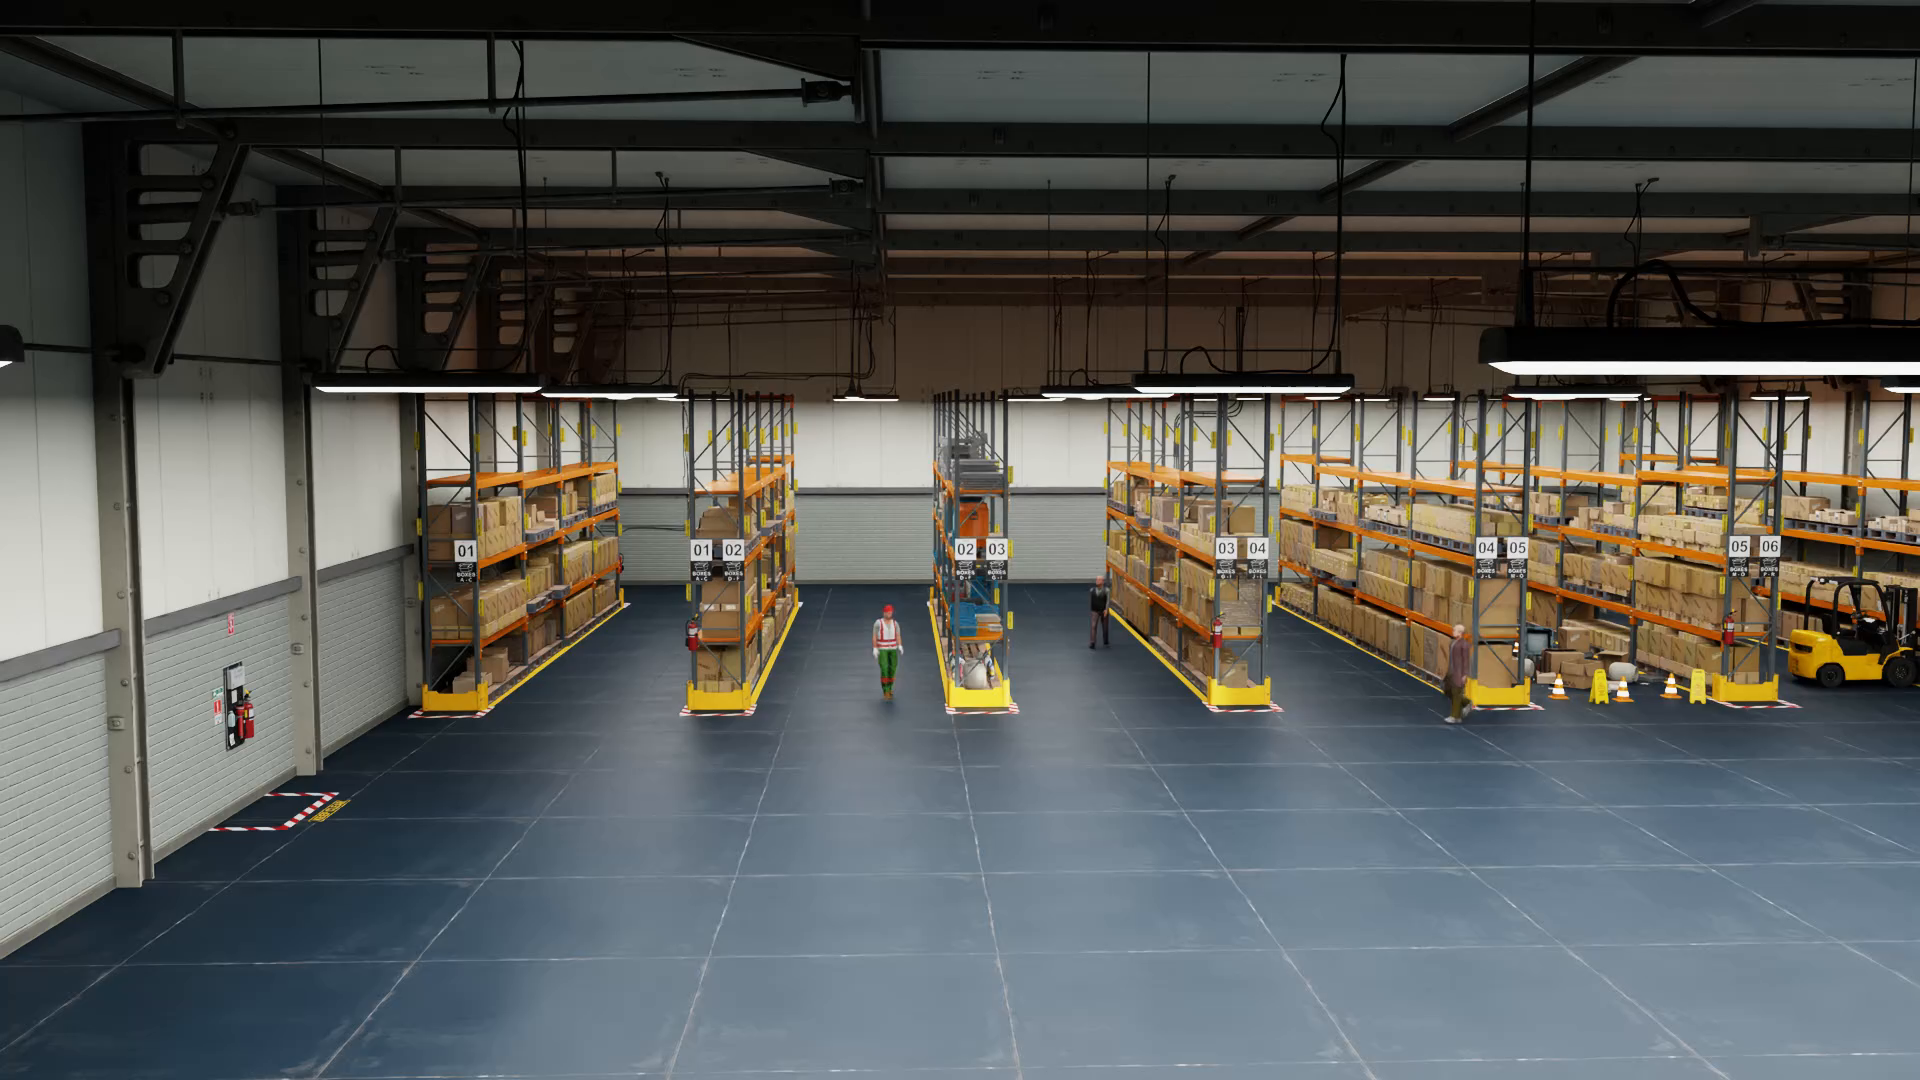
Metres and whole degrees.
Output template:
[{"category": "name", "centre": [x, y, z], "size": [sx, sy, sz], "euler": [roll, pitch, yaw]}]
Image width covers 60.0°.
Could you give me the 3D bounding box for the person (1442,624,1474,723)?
[{"category": "person", "centre": [8.998, 2.389, 29.865], "size": [0.707, 1.762, 0.566], "euler": [-2, 5, -21]}]

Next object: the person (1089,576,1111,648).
[{"category": "person", "centre": [3.285, 1.682, 39.043], "size": [0.524, 1.665, 1.051], "euler": [1, 5, 13]}]

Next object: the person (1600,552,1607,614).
[{"category": "person", "centre": [17.465, 1.152, 45.386], "size": [0.573, 1.784, 0.421], "euler": [-4, 6, -42]}]

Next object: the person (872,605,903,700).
[{"category": "person", "centre": [-1.369, 2.190, 32.612], "size": [0.551, 1.793, 0.710], "euler": [-2, 5, -25]}]
